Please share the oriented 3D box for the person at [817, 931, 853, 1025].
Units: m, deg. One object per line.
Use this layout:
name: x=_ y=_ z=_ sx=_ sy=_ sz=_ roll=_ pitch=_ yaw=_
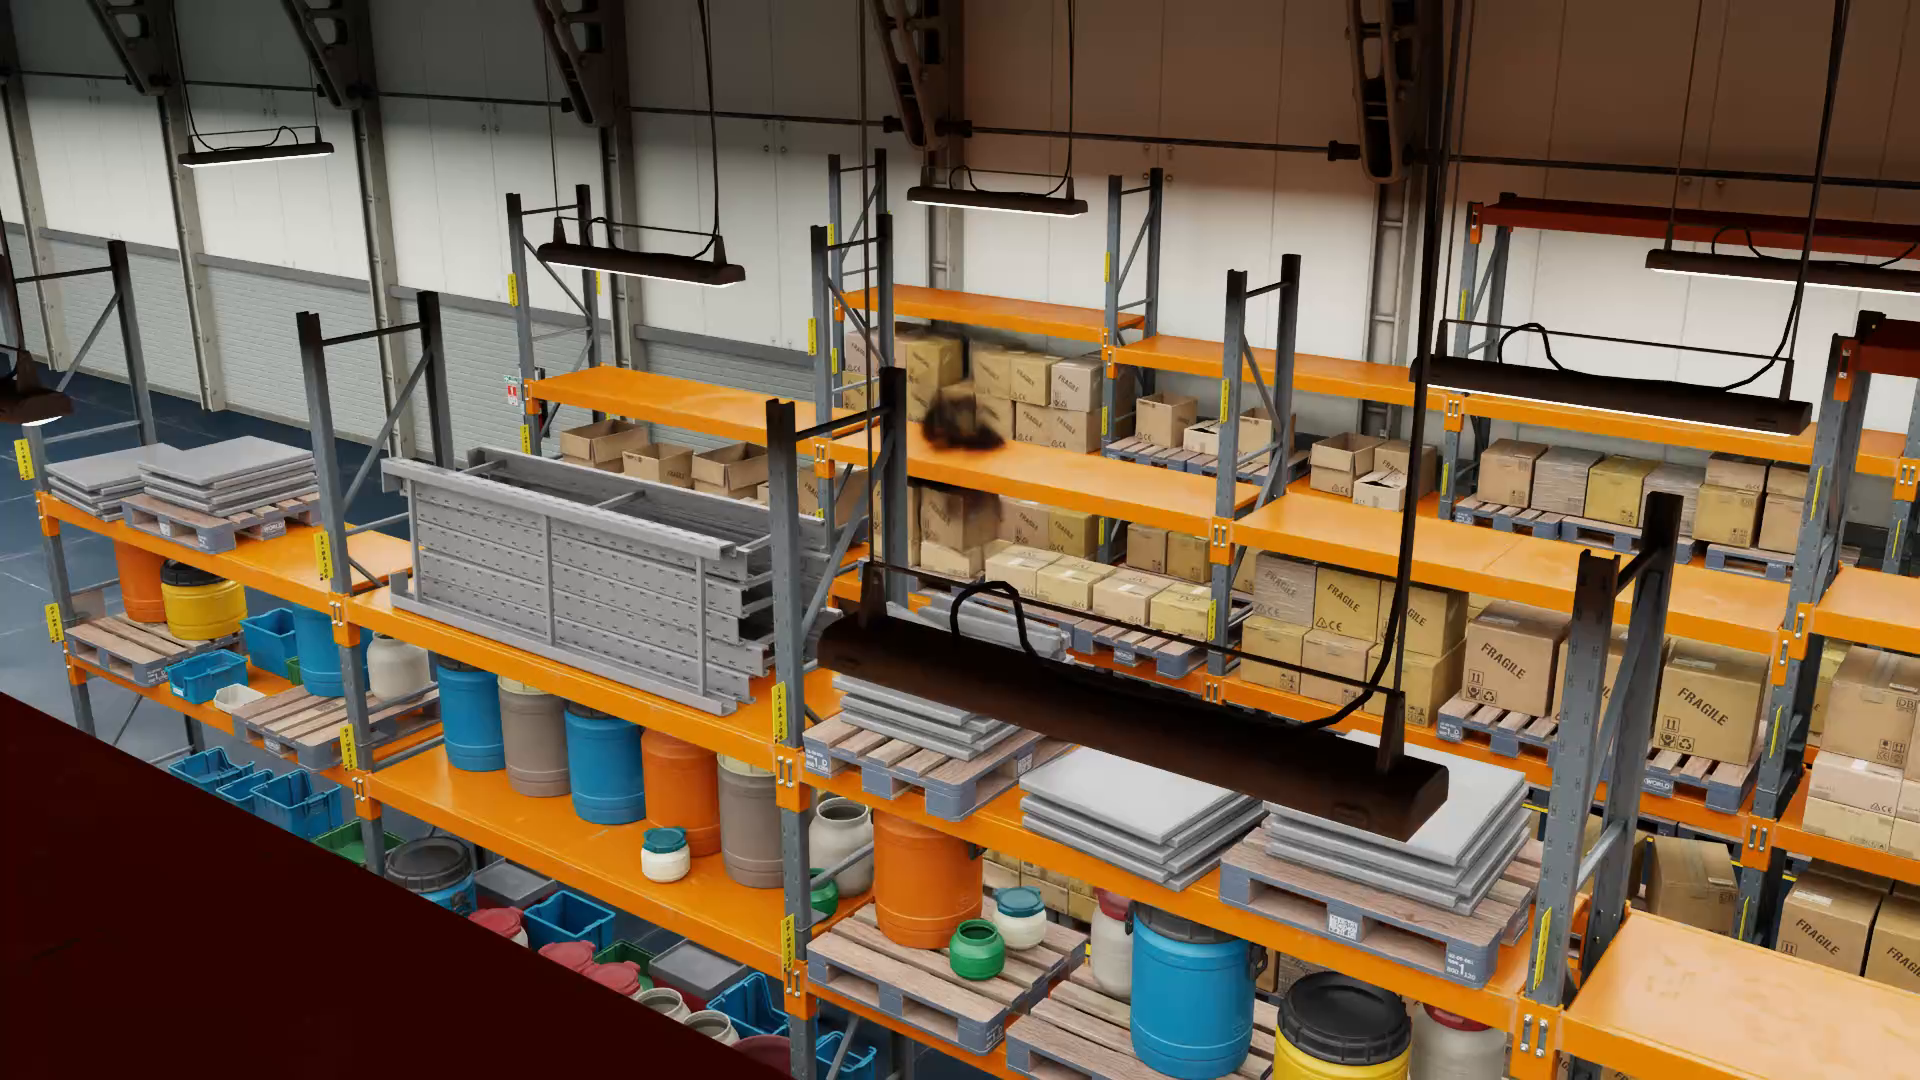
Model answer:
person: x=-1.064 y=3.092 z=13.141 sx=0.823 sy=1.763 sz=0.690 roll=12 pitch=22 yaw=32
